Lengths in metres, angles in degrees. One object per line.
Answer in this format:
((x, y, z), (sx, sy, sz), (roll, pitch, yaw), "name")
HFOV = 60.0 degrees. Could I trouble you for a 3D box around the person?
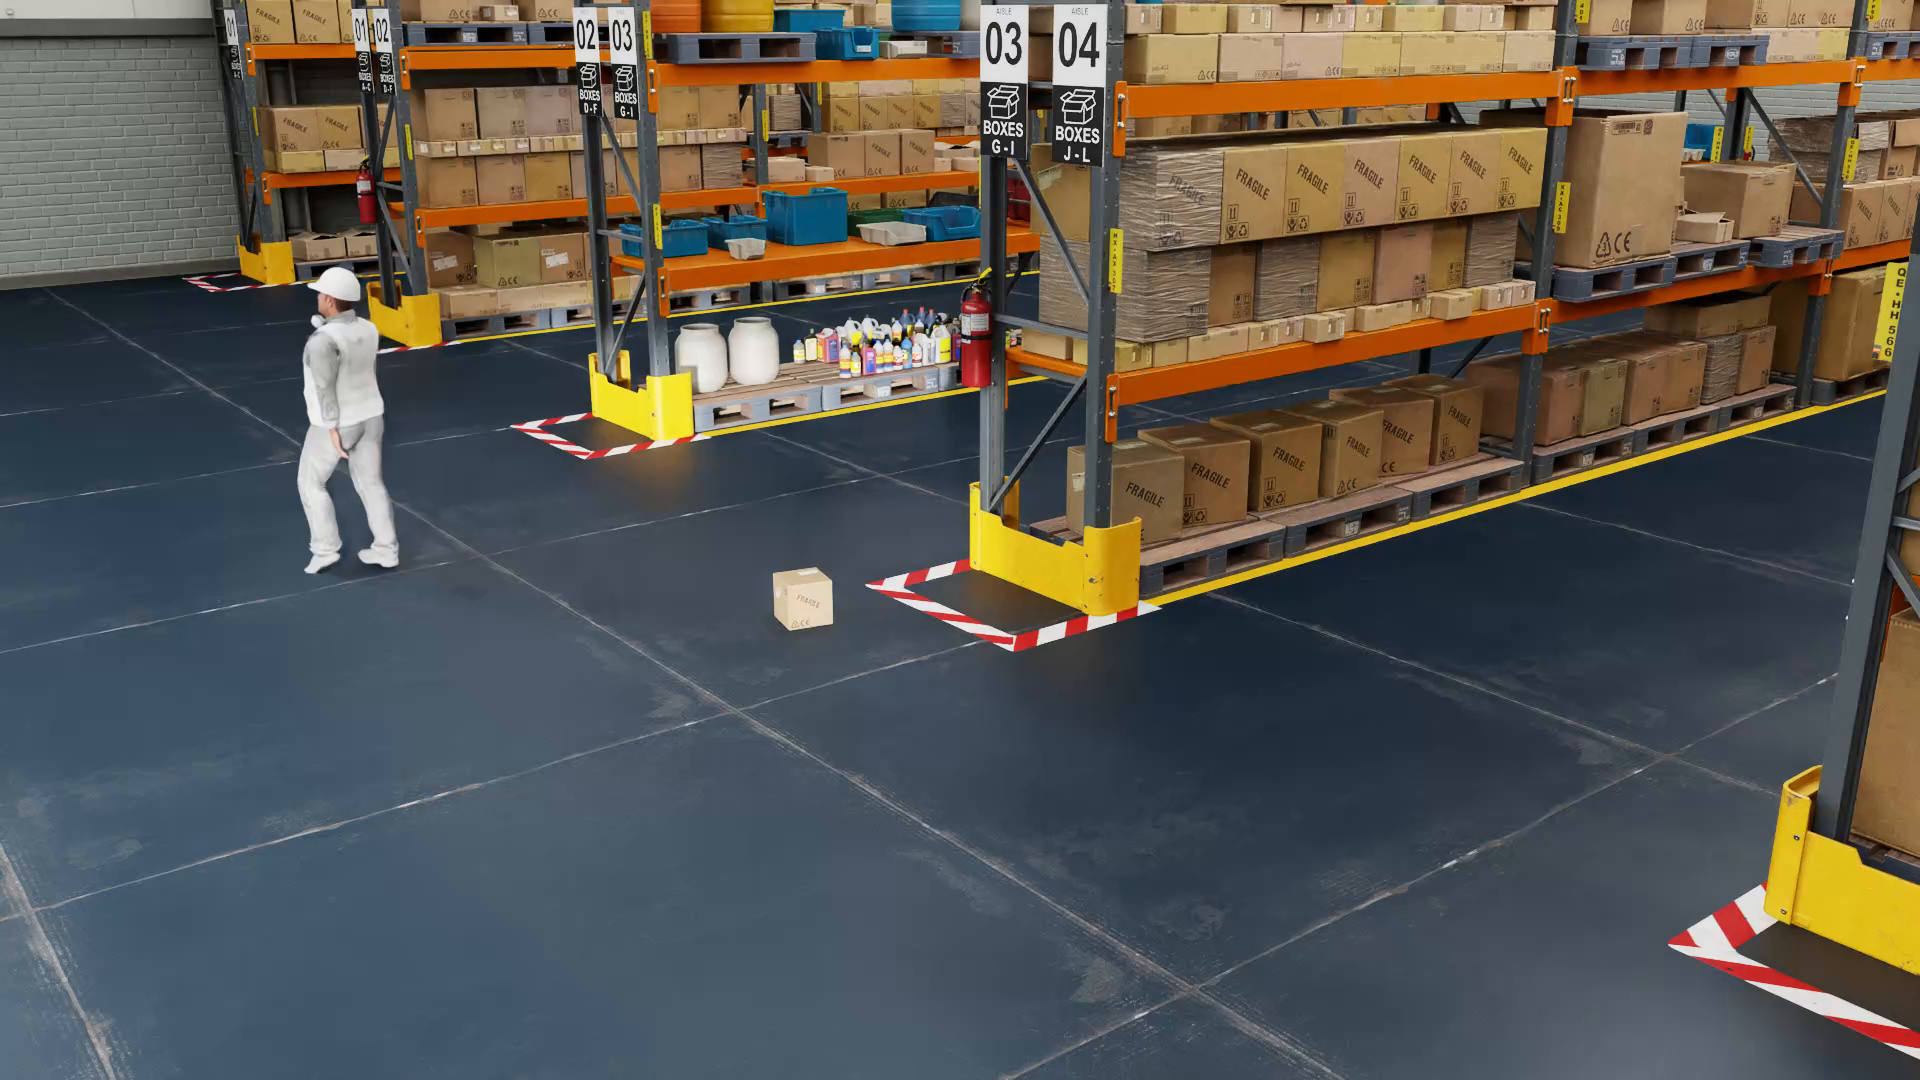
((-3.588, -0.662, 9.659), (0.576, 1.843, 0.538), (8, 19, 24), "person")
